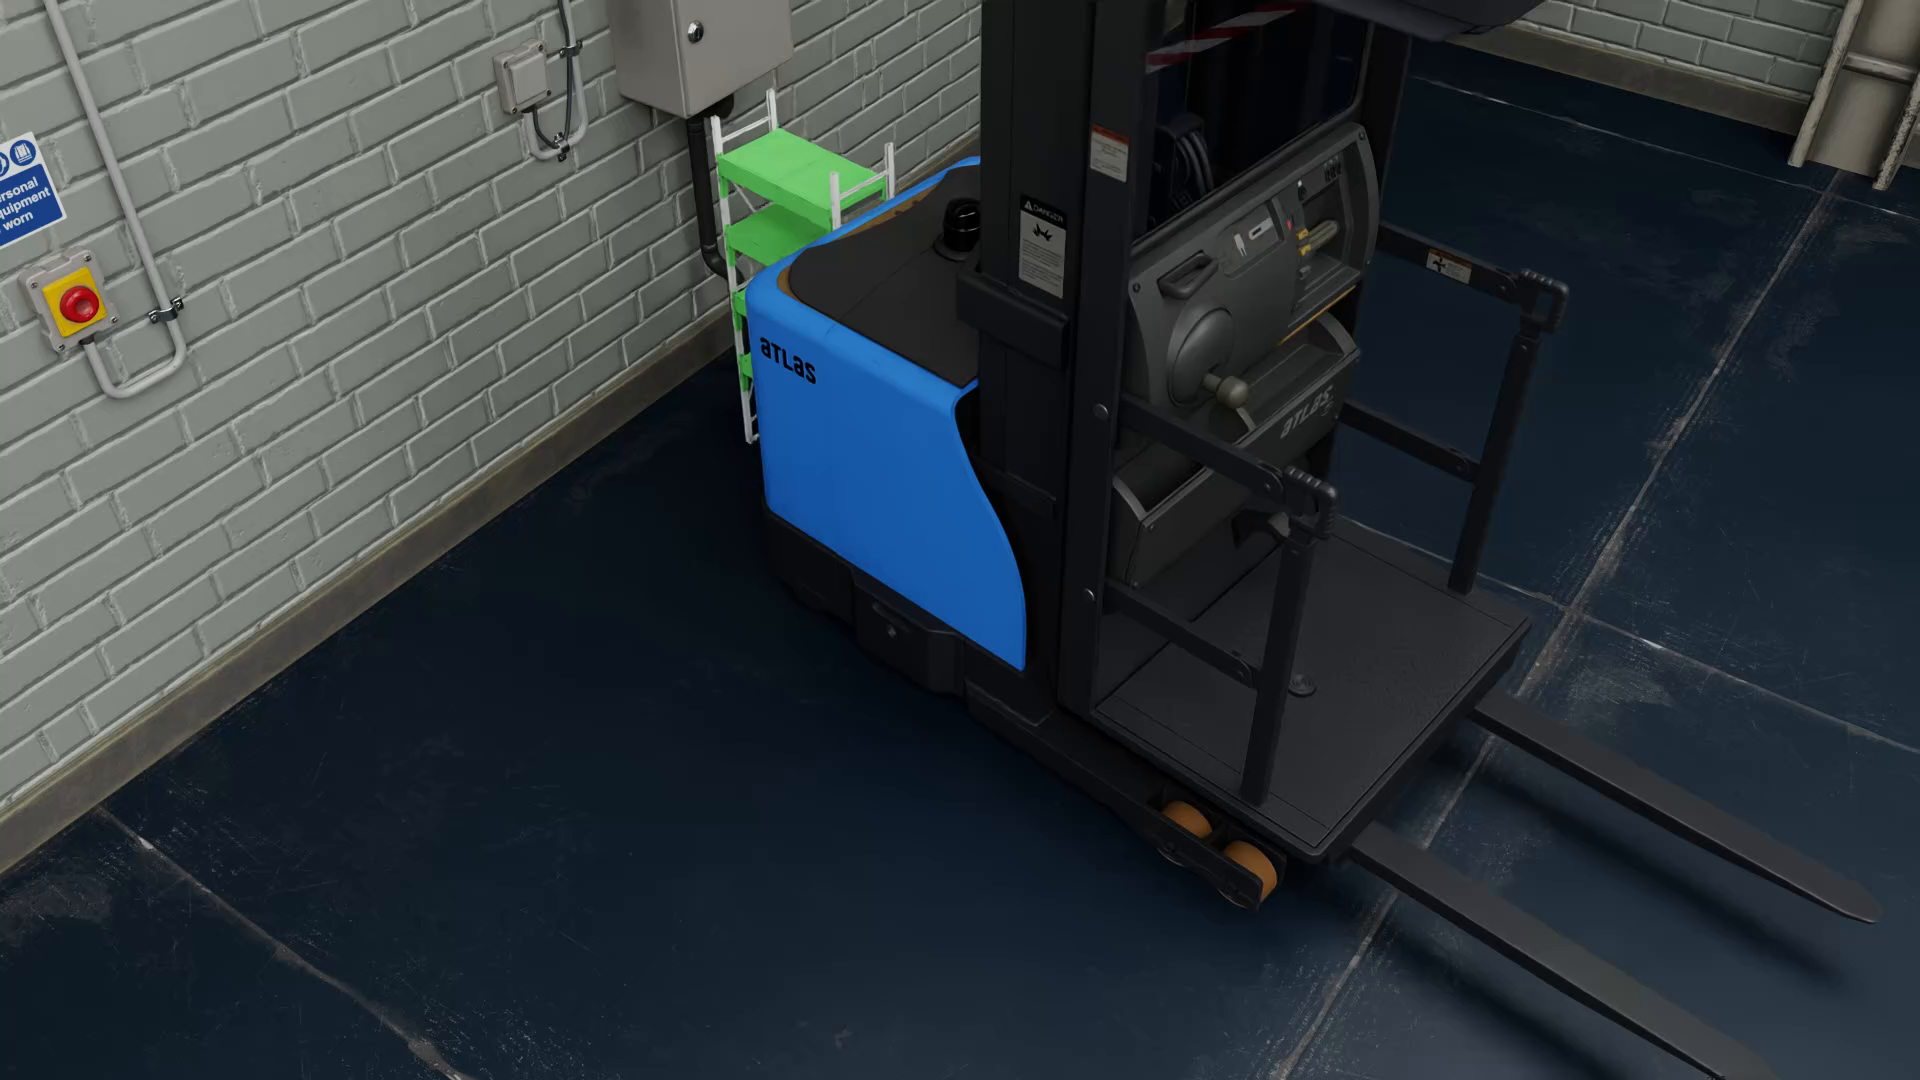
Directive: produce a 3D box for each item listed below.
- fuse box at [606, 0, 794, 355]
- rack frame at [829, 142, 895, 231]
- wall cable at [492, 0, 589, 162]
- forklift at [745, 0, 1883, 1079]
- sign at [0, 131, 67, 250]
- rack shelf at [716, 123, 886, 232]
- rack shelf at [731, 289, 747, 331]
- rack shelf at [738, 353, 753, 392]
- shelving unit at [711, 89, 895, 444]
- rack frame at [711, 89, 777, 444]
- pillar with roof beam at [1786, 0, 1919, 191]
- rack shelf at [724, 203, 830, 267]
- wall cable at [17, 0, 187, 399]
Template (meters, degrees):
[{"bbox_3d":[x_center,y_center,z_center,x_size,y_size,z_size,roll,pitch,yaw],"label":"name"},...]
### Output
[{"bbox_3d":[-0.719,-1.237,5.349,0.414,1.711,0.539,25,48,25],"label":"fuse box"},{"bbox_3d":[-0.275,-0.617,5.040,0.015,1.200,0.240,31,50,30],"label":"rack frame"},{"bbox_3d":[-1.240,-1.784,4.232,0.122,1.984,0.588,25,48,25],"label":"wall cable"},{"bbox_3d":[0.841,-0.564,3.682,3.031,2.935,1.130,31,50,30],"label":"forklift"},{"bbox_3d":[-2.123,-0.724,3.607,0.001,0.218,0.327,25,48,25],"label":"sign"},{"bbox_3d":[-0.456,-1.036,4.884,0.480,0.148,0.258,31,50,30],"label":"rack shelf"},{"bbox_3d":[-0.456,-0.678,5.204,0.480,0.148,0.258,31,50,30],"label":"rack shelf"},{"bbox_3d":[-0.456,-0.499,5.364,0.480,0.148,0.258,31,50,30],"label":"rack shelf"},{"bbox_3d":[-0.456,-0.726,5.161,0.503,1.200,0.258,31,50,30],"label":"shelving unit"},{"bbox_3d":[-0.637,-0.835,5.283,0.015,1.200,0.240,31,50,30],"label":"rack frame"},{"bbox_3d":[1.270,-2.601,1.408,0.400,9.000,9.100,25,48,25],"label":"pillar with roof beam"},{"bbox_3d":[-0.456,-0.857,5.044,0.480,0.148,0.258,31,50,30],"label":"rack shelf"},{"bbox_3d":[-2.045,-1.016,3.351,0.123,1.953,0.585,25,48,25],"label":"wall cable"}]
